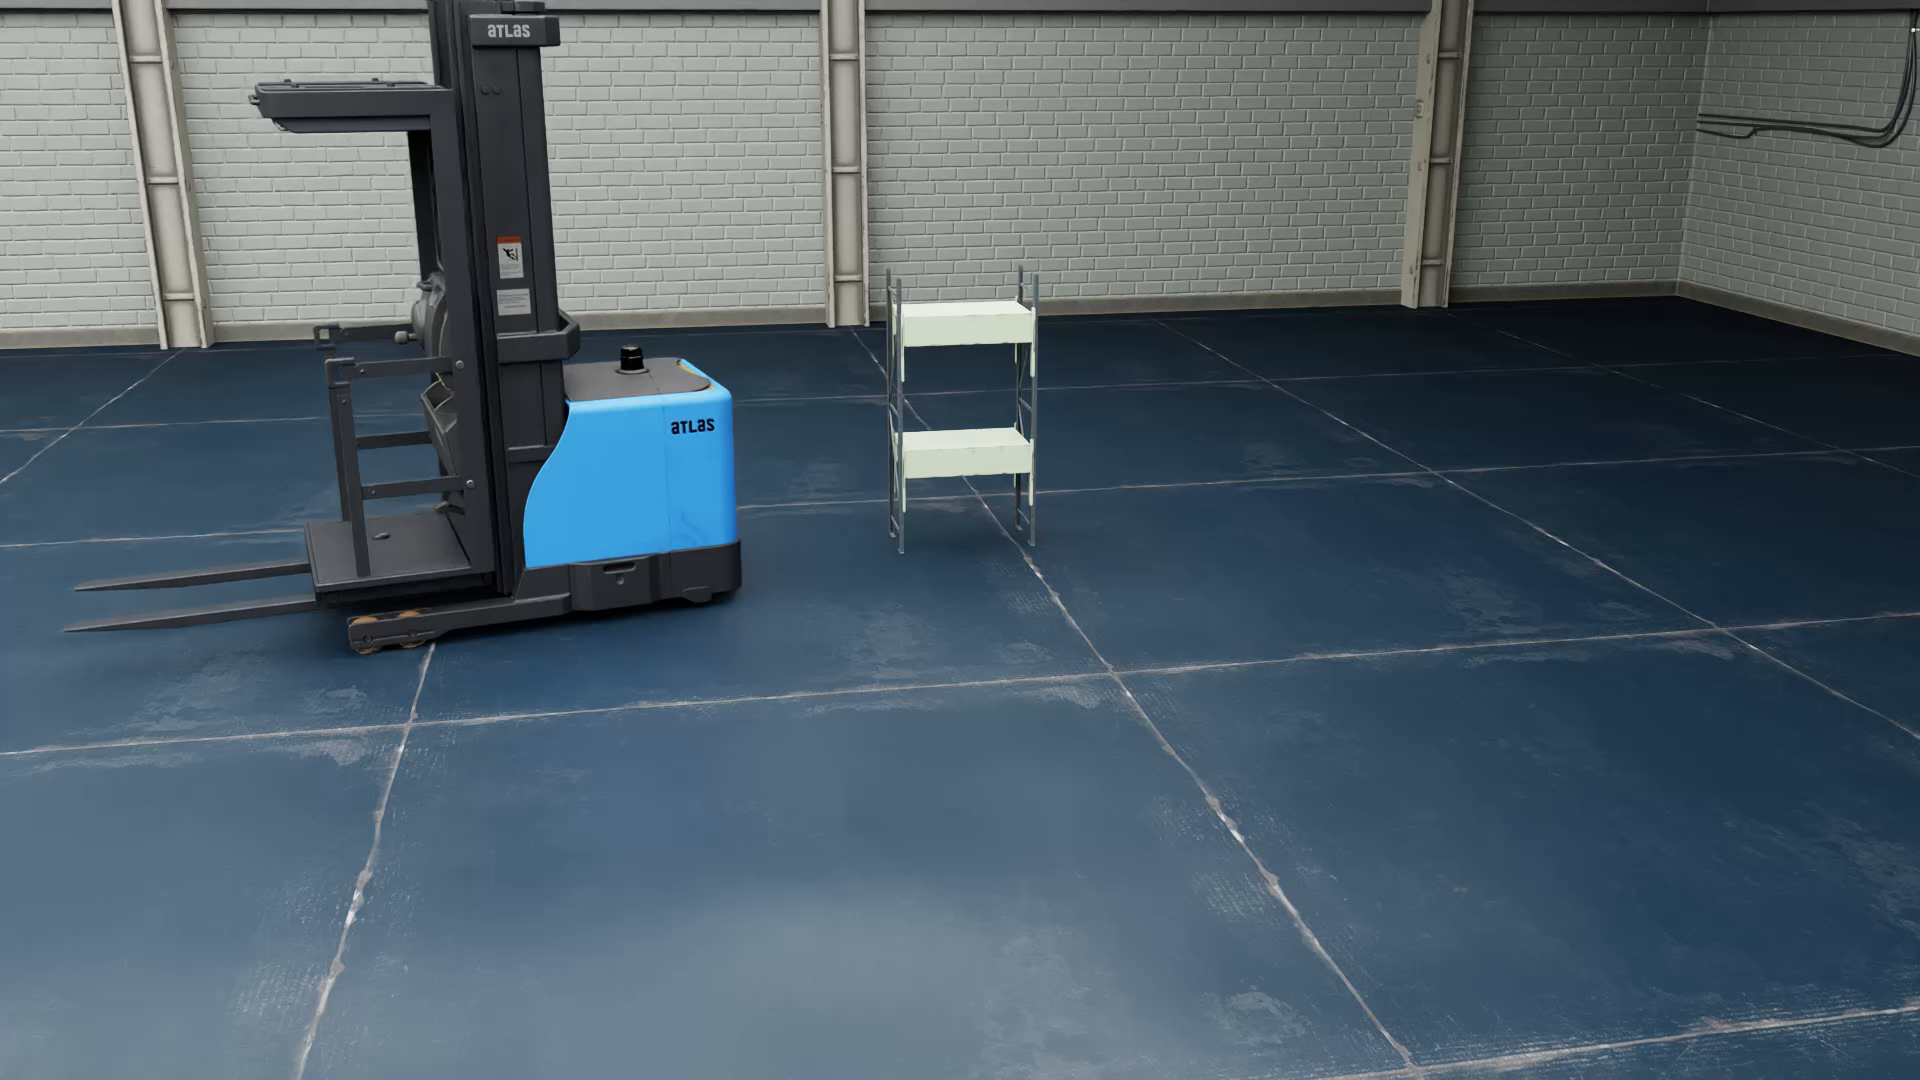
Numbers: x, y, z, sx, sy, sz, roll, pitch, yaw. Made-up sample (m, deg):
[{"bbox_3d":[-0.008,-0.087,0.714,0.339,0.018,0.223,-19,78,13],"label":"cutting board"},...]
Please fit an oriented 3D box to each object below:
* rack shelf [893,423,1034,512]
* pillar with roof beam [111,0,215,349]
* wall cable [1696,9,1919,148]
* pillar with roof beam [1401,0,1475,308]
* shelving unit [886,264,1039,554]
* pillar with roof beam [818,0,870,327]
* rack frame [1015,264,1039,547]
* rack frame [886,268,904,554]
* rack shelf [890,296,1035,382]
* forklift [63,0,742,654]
[{"bbox_3d":[0.007,-0.406,9.189,0.720,0.370,0.431,-3,17,-10],"label":"rack shelf"},{"bbox_3d":[-6.164,-4.821,9.682,0.400,9.000,9.100,-3,17,-10],"label":"pillar with roof beam"},{"bbox_3d":[7.945,-5.029,15.647,0.112,2.526,3.097,-3,17,-10],"label":"wall cable"},{"bbox_3d":[5.618,-5.489,11.858,0.400,9.000,9.100,-3,17,-10],"label":"pillar with roof beam"},{"bbox_3d":[0.007,-0.717,9.093,0.755,1.500,0.431,-3,17,-10],"label":"shelving unit"},{"bbox_3d":[-0.273,-5.155,10.770,0.400,9.000,9.100,-3,17,-10],"label":"pillar with roof beam"},{"bbox_3d":[0.366,-0.738,9.159,0.023,1.500,0.400,-3,17,-10],"label":"rack frame"},{"bbox_3d":[-0.353,-0.697,9.026,0.023,1.500,0.400,-3,17,-10],"label":"rack frame"},{"bbox_3d":[0.007,-1.090,8.978,0.720,0.370,0.431,-3,17,-10],"label":"rack shelf"},{"bbox_3d":[-2.658,-1.057,7.760,3.031,2.935,1.130,-7,18,-22],"label":"forklift"}]
